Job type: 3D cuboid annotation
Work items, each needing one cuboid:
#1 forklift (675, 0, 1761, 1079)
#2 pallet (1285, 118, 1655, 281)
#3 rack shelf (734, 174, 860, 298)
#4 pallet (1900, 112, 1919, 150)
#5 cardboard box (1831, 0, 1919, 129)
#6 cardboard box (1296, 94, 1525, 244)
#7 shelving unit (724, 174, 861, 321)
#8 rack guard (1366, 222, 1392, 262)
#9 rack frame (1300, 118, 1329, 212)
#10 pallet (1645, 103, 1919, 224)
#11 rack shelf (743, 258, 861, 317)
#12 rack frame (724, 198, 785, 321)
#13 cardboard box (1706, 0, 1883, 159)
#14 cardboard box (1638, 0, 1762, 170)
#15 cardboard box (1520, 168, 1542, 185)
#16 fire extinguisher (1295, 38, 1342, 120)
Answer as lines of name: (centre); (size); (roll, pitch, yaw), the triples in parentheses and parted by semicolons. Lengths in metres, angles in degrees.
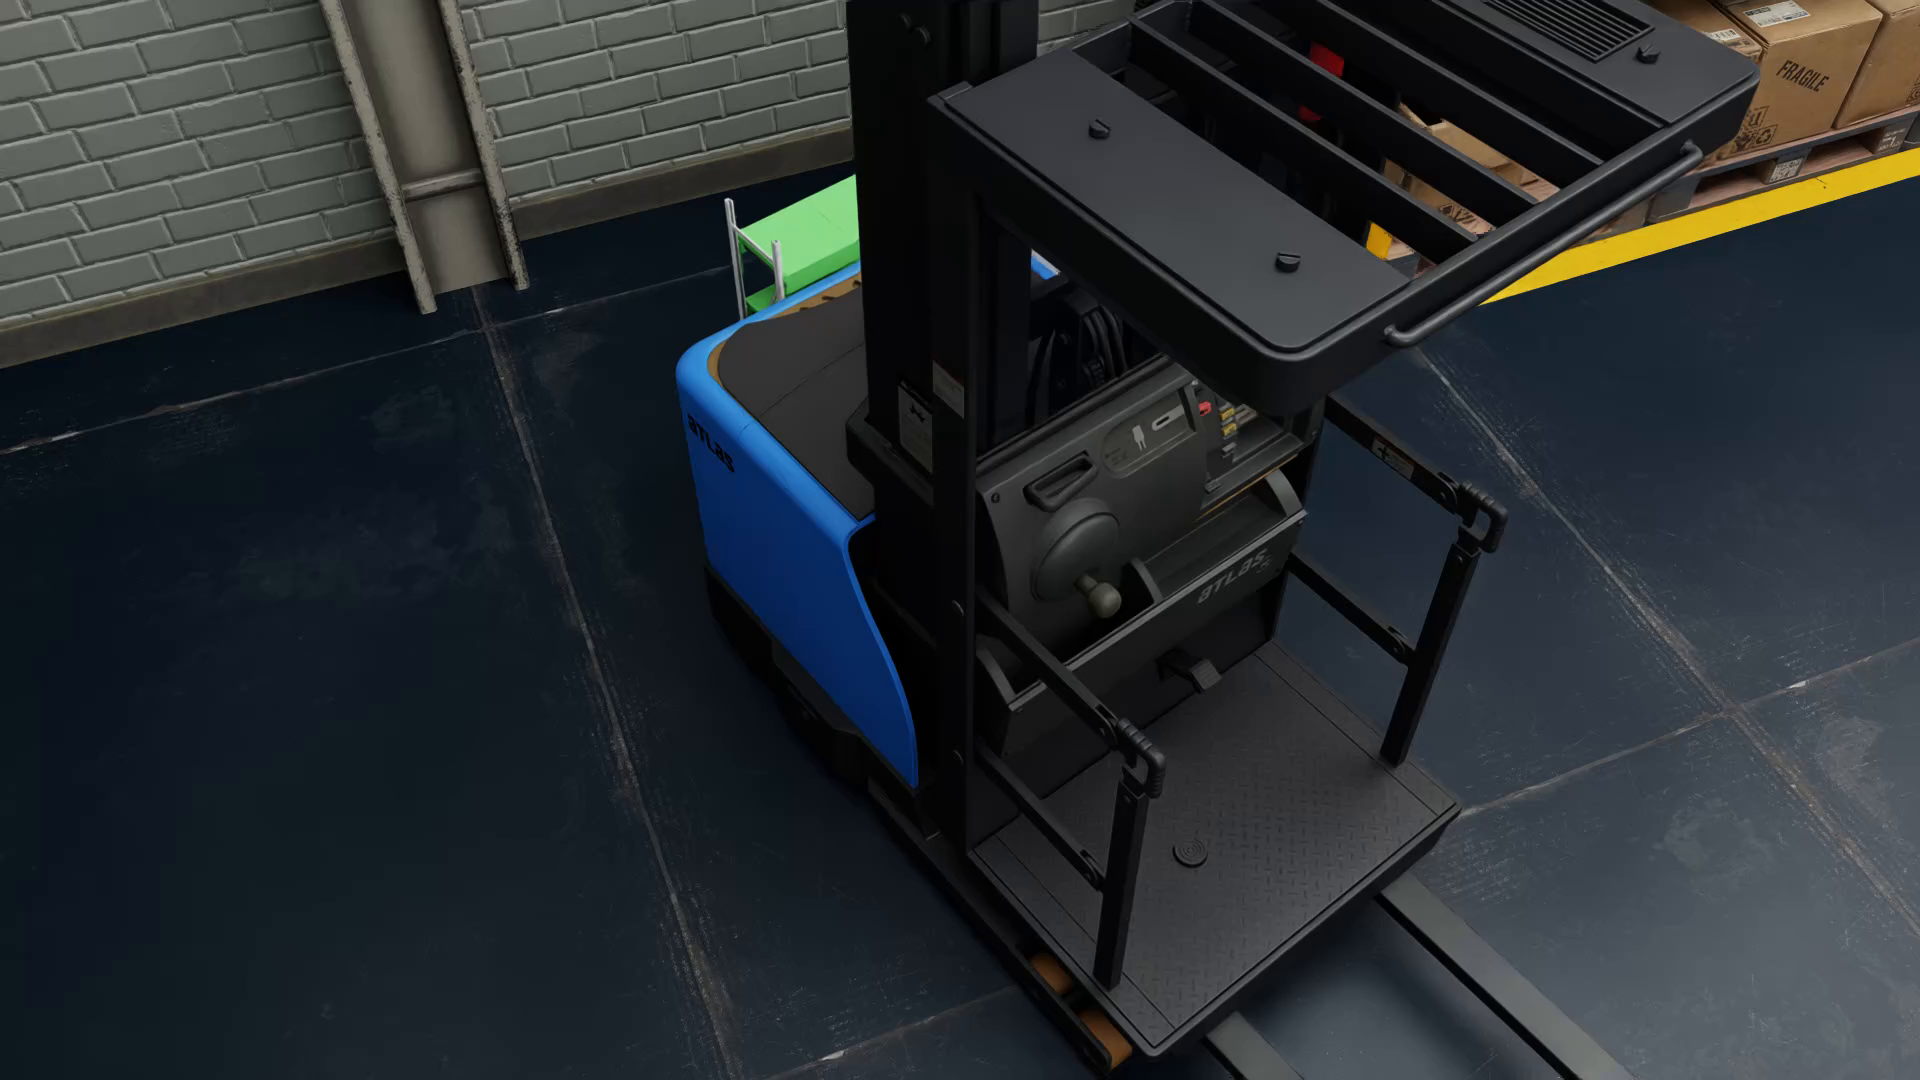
forklift: (0.563, -0.082, 3.389); (1.130, 2.935, 3.031); (-31, 56, -24)
pallet: (1.845, -1.430, 6.339); (1.213, 0.211, 1.003); (-17, 52, -14)
rack shelf: (-0.361, -0.840, 4.632); (0.480, 0.148, 0.258); (-32, 56, -24)
pallet: (4.104, -2.130, 6.940); (1.213, 0.211, 1.003); (-17, 52, -14)
cardboard box: (3.406, -2.034, 6.391); (0.500, 0.500, 0.700); (-19, 52, -16)
cardboard box: (1.639, -1.520, 5.947); (0.637, 0.503, 0.797); (-19, 52, -16)
shelving unit: (-0.361, -0.569, 4.948); (0.503, 1.200, 0.258); (-32, 56, -24)
rack guard: (1.108, -1.295, 6.032); (0.348, 0.500, 1.175); (-17, 52, -14)
rack frame: (1.037, -2.087, 5.065); (0.127, 3.000, 1.000); (-17, 52, -14)
pallet: (2.973, -1.777, 6.637); (1.213, 0.211, 1.003); (-17, 52, -14)
rack shelf: (-0.361, -0.684, 4.814); (0.480, 0.148, 0.258); (-32, 56, -24)
rack frame: (-0.550, -0.452, 4.848); (0.015, 1.200, 0.240); (-32, 56, -24)
cardboard box: (2.973, -1.818, 6.205); (0.500, 0.500, 0.500); (-16, 51, -14)
cardboard box: (2.445, -1.737, 6.135); (0.500, 0.500, 0.700); (-15, 51, -13)
cardboard box: (2.047, -1.499, 6.162); (0.250, 0.149, 0.380); (-19, 52, -16)
fire extinguisher: (1.076, -1.574, 4.921); (0.183, 0.674, 0.296); (-17, 52, -14)
